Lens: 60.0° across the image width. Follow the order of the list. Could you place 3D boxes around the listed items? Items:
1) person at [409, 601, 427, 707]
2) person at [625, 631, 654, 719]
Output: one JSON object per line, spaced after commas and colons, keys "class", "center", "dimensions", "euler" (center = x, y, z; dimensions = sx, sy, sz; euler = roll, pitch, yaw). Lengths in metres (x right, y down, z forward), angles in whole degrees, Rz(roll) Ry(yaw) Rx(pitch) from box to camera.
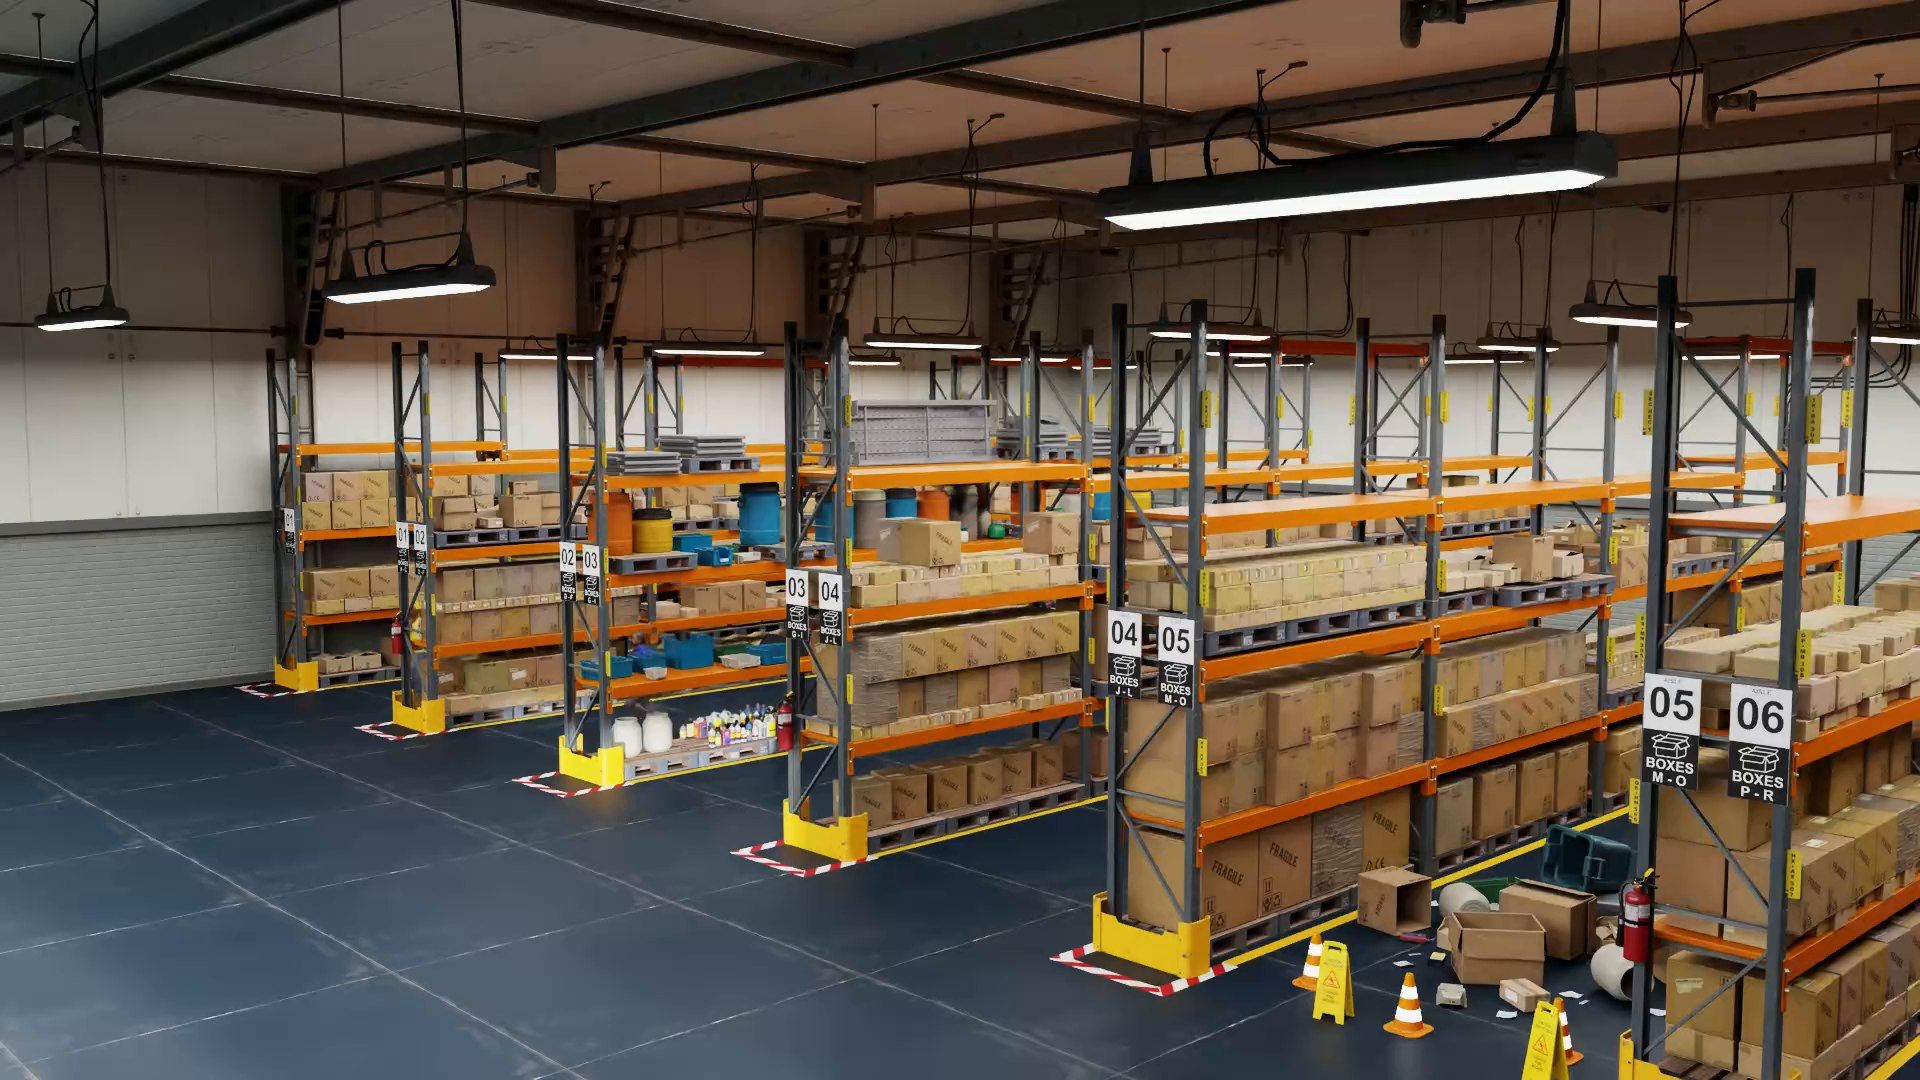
{"class": "person", "center": [-9.009, 1.892, 27.708], "dimensions": [0.667, 1.800, 0.894], "euler": [4, 6, 39]}
{"class": "person", "center": [-4.812, 2.187, 25.096], "dimensions": [0.742, 1.612, 0.595], "euler": [-3, 6, -27]}
